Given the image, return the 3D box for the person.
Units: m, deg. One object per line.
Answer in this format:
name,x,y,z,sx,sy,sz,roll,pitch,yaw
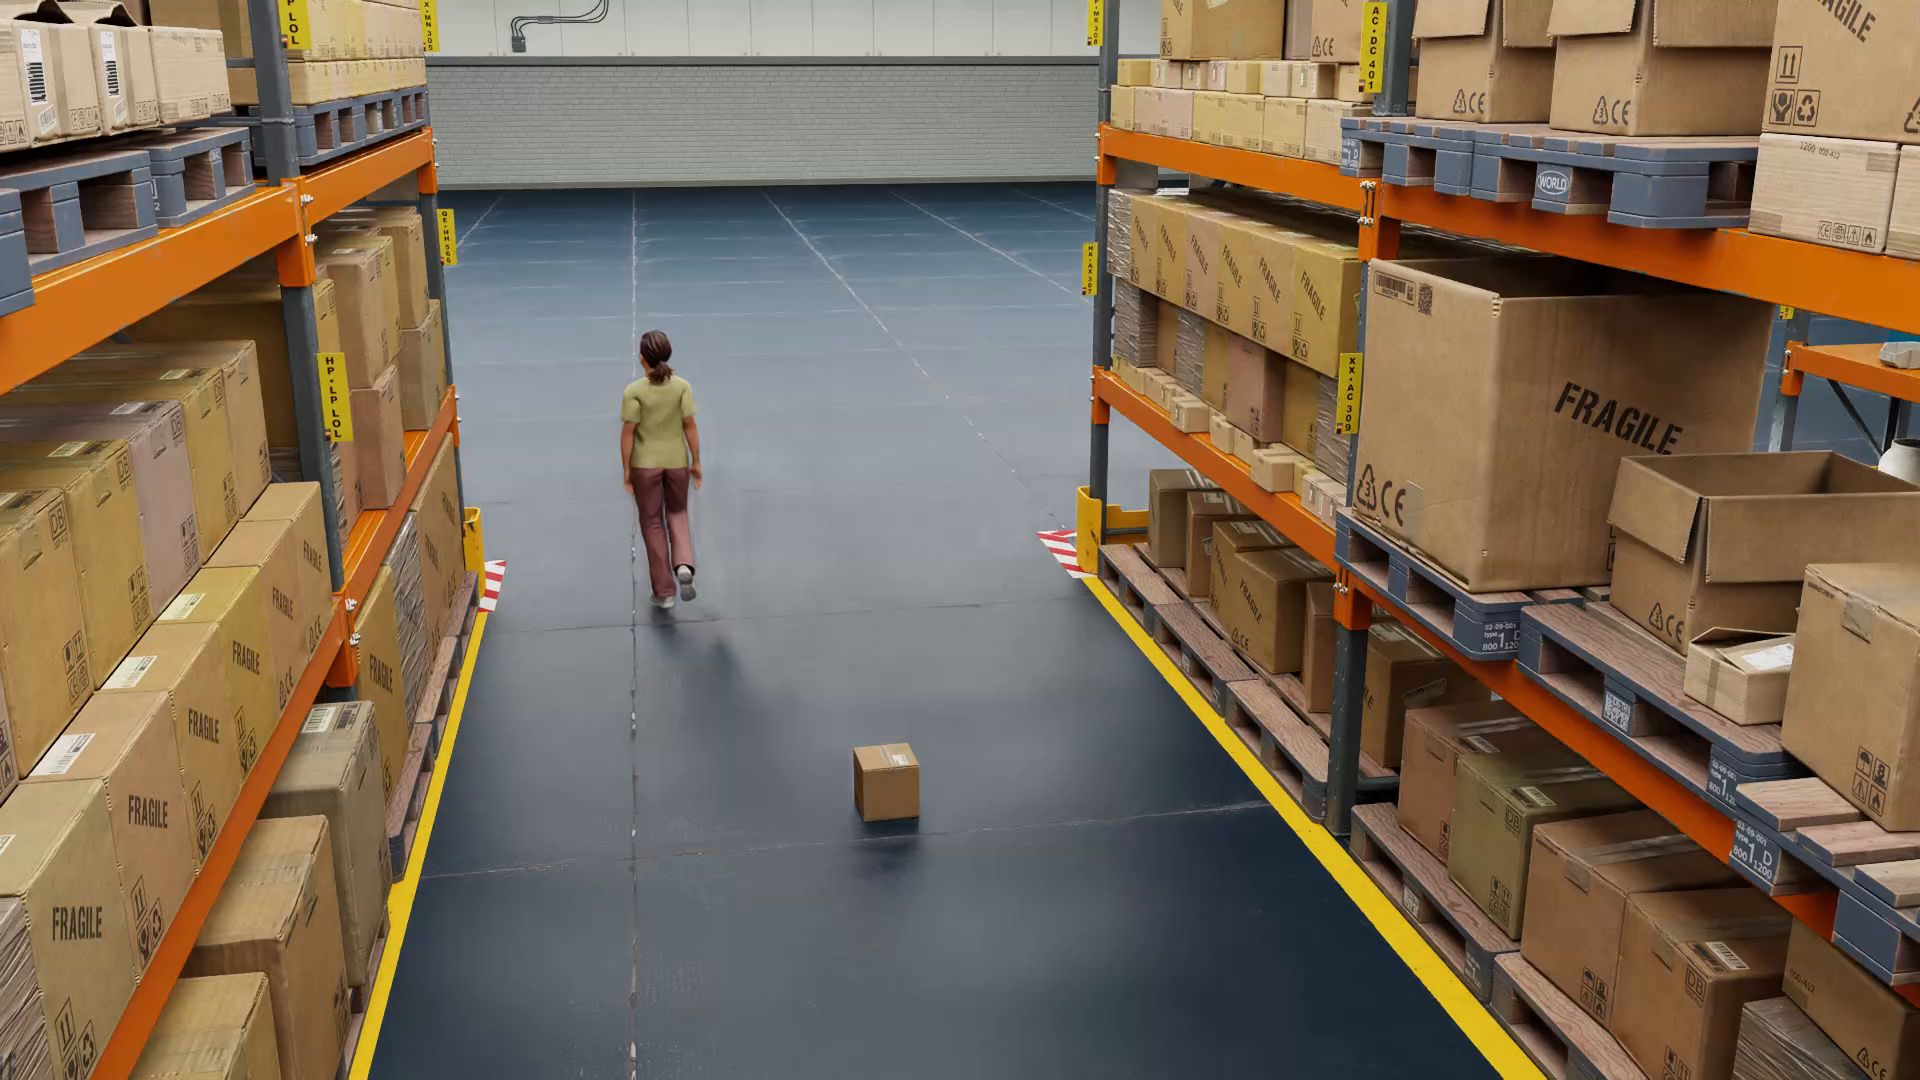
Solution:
person,-1.787,-0.419,9.871,0.471,1.659,0.456,-8,18,-26
